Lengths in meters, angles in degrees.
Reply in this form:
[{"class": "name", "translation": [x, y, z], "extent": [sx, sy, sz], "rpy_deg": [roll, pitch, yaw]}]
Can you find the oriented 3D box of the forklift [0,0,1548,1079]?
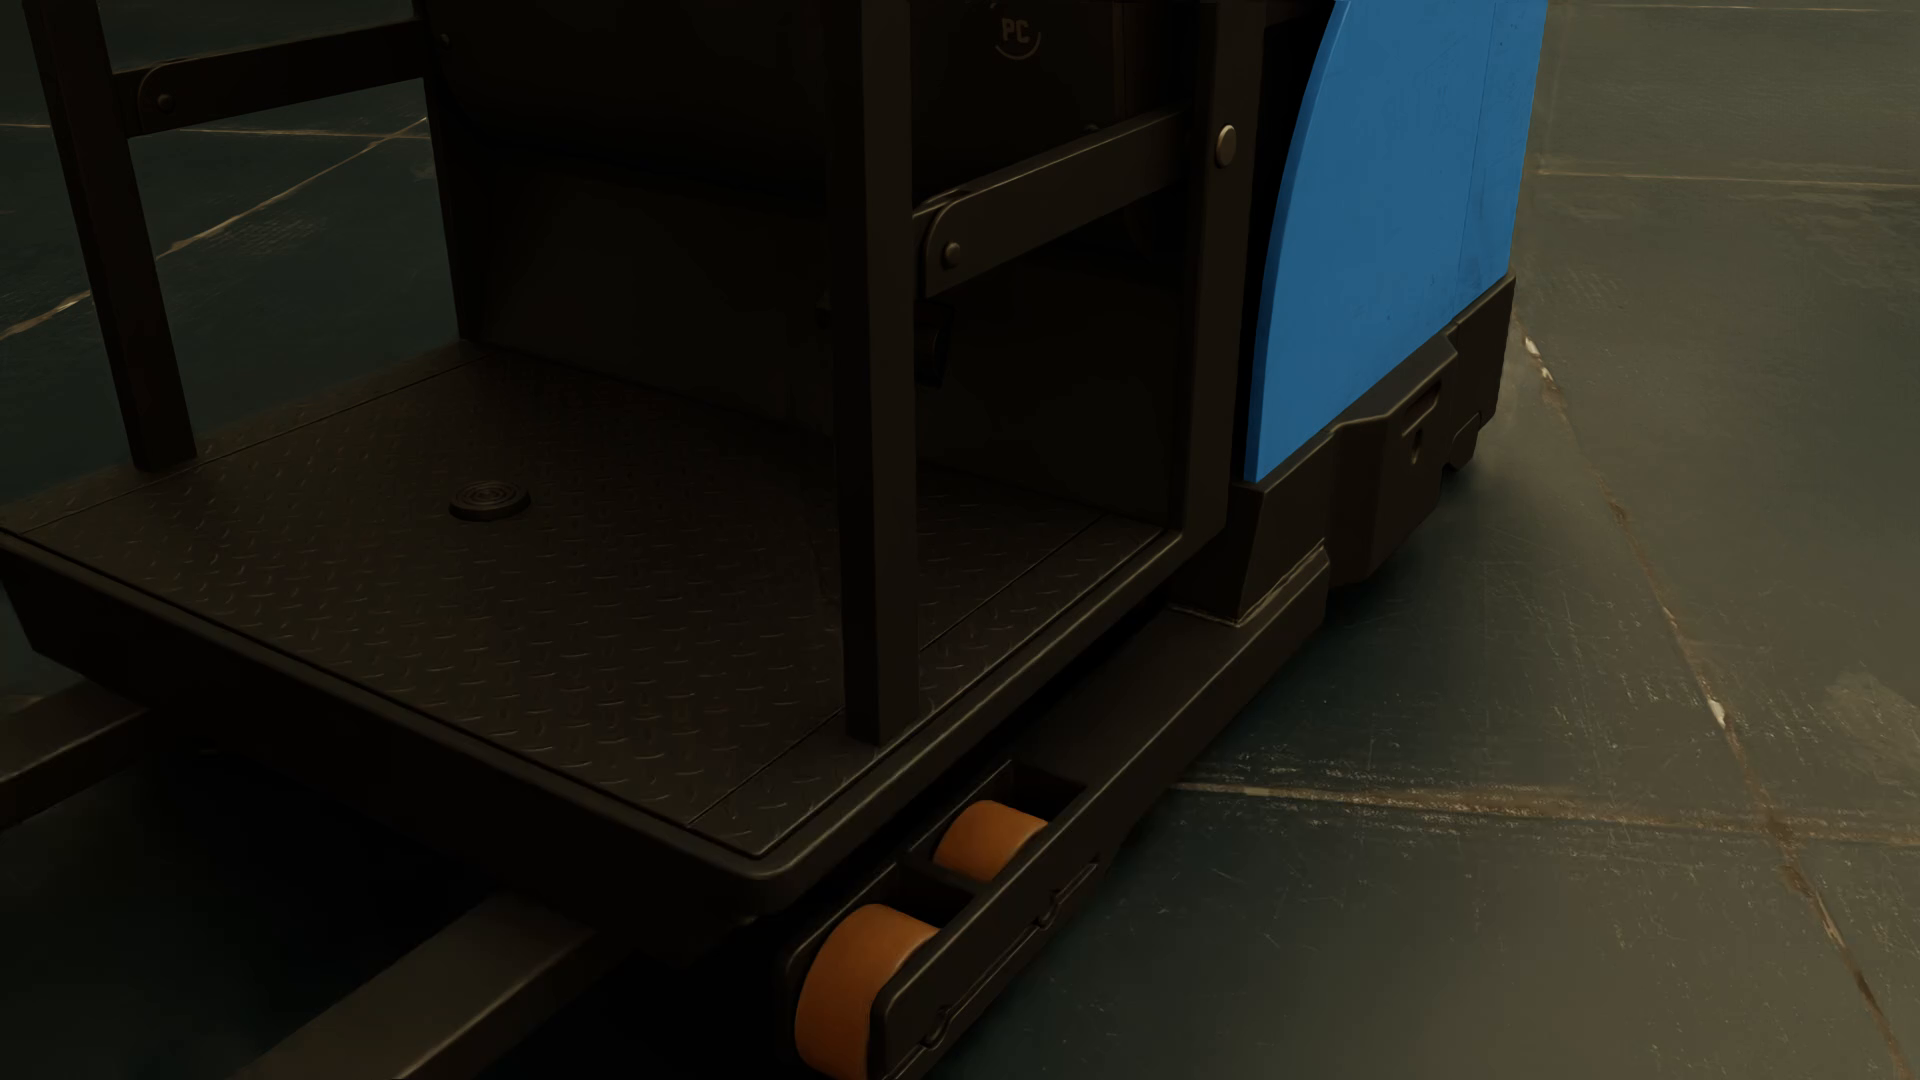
[{"class": "forklift", "translation": [-0.333, -1.053, 1.328], "extent": [1.130, 2.935, 3.031], "rpy_deg": [16, 31, 29]}]
